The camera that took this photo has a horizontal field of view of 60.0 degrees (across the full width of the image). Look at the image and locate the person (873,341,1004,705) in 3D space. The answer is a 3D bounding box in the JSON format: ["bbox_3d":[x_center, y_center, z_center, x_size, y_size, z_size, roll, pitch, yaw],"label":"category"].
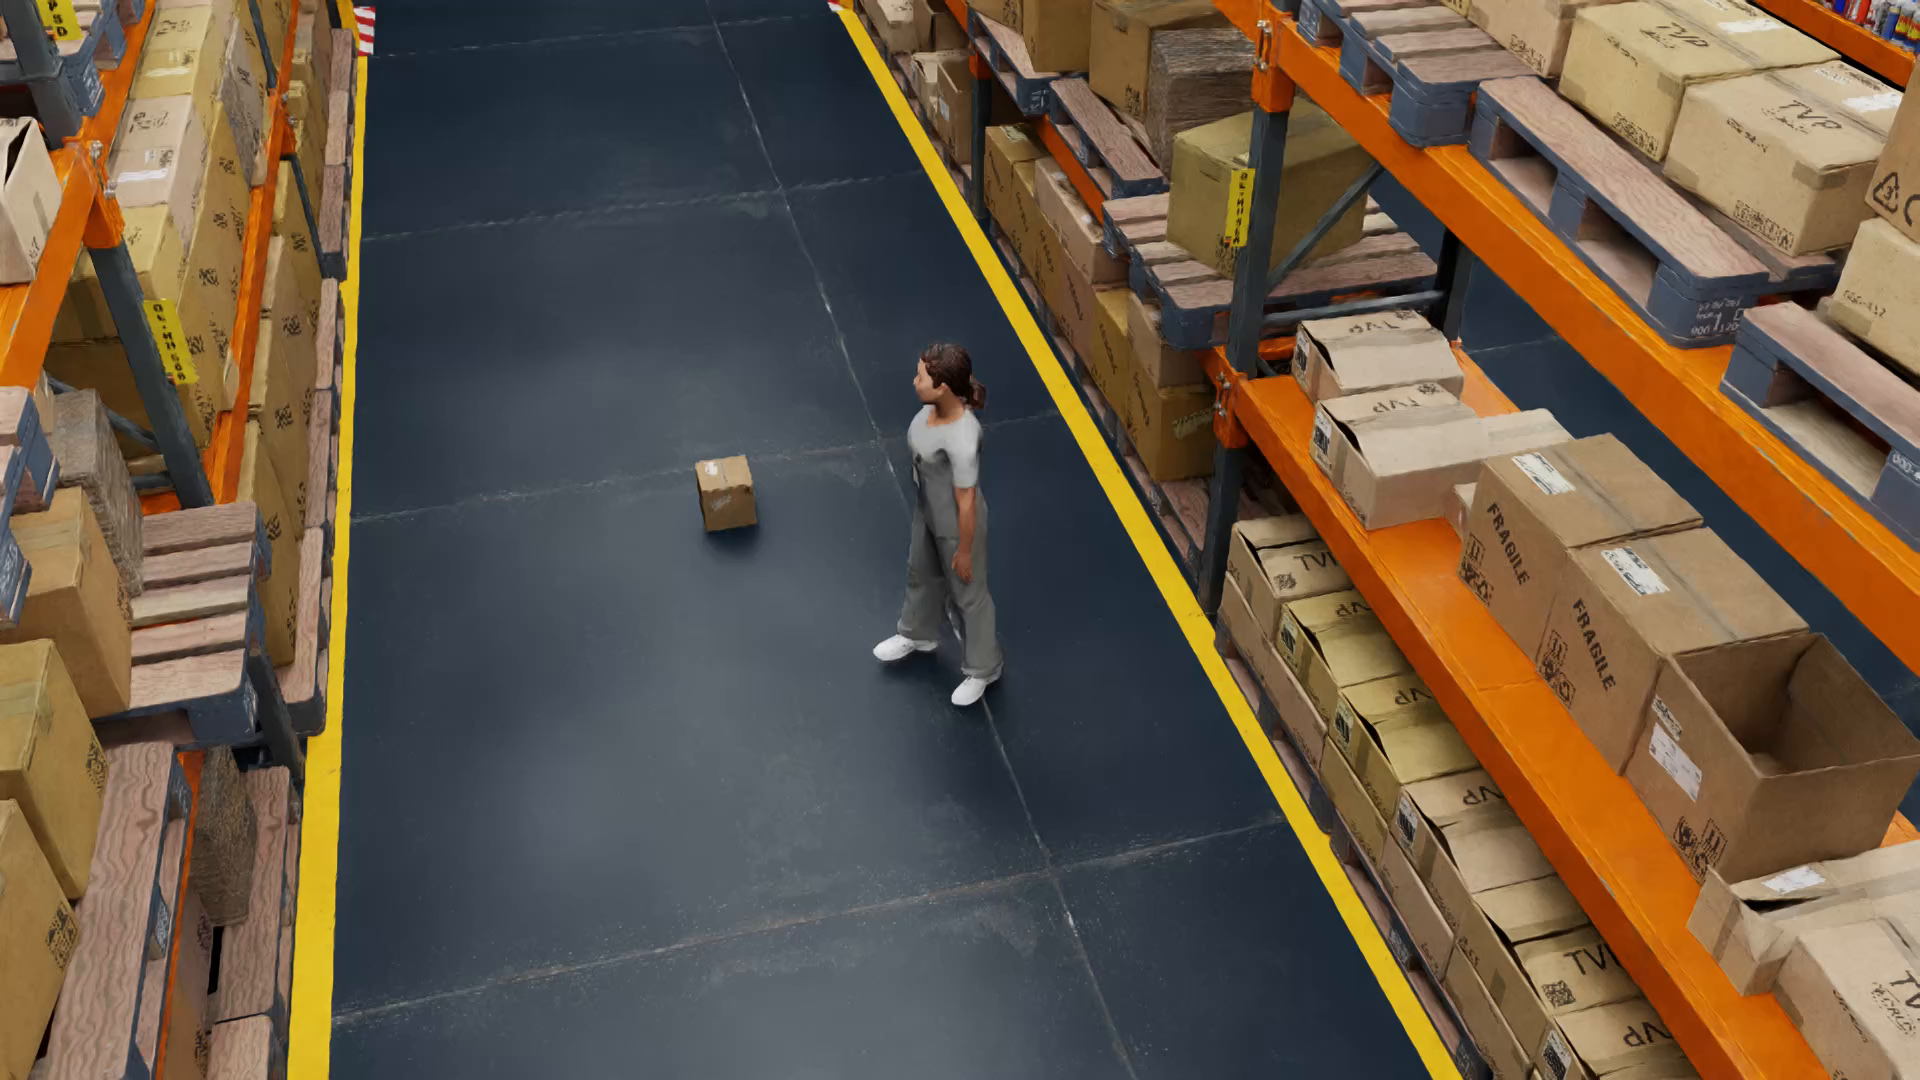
[{"bbox_3d":[-0.097,-0.098,6.796,0.517,1.673,0.616,-12,40,-15],"label":"person"}]
